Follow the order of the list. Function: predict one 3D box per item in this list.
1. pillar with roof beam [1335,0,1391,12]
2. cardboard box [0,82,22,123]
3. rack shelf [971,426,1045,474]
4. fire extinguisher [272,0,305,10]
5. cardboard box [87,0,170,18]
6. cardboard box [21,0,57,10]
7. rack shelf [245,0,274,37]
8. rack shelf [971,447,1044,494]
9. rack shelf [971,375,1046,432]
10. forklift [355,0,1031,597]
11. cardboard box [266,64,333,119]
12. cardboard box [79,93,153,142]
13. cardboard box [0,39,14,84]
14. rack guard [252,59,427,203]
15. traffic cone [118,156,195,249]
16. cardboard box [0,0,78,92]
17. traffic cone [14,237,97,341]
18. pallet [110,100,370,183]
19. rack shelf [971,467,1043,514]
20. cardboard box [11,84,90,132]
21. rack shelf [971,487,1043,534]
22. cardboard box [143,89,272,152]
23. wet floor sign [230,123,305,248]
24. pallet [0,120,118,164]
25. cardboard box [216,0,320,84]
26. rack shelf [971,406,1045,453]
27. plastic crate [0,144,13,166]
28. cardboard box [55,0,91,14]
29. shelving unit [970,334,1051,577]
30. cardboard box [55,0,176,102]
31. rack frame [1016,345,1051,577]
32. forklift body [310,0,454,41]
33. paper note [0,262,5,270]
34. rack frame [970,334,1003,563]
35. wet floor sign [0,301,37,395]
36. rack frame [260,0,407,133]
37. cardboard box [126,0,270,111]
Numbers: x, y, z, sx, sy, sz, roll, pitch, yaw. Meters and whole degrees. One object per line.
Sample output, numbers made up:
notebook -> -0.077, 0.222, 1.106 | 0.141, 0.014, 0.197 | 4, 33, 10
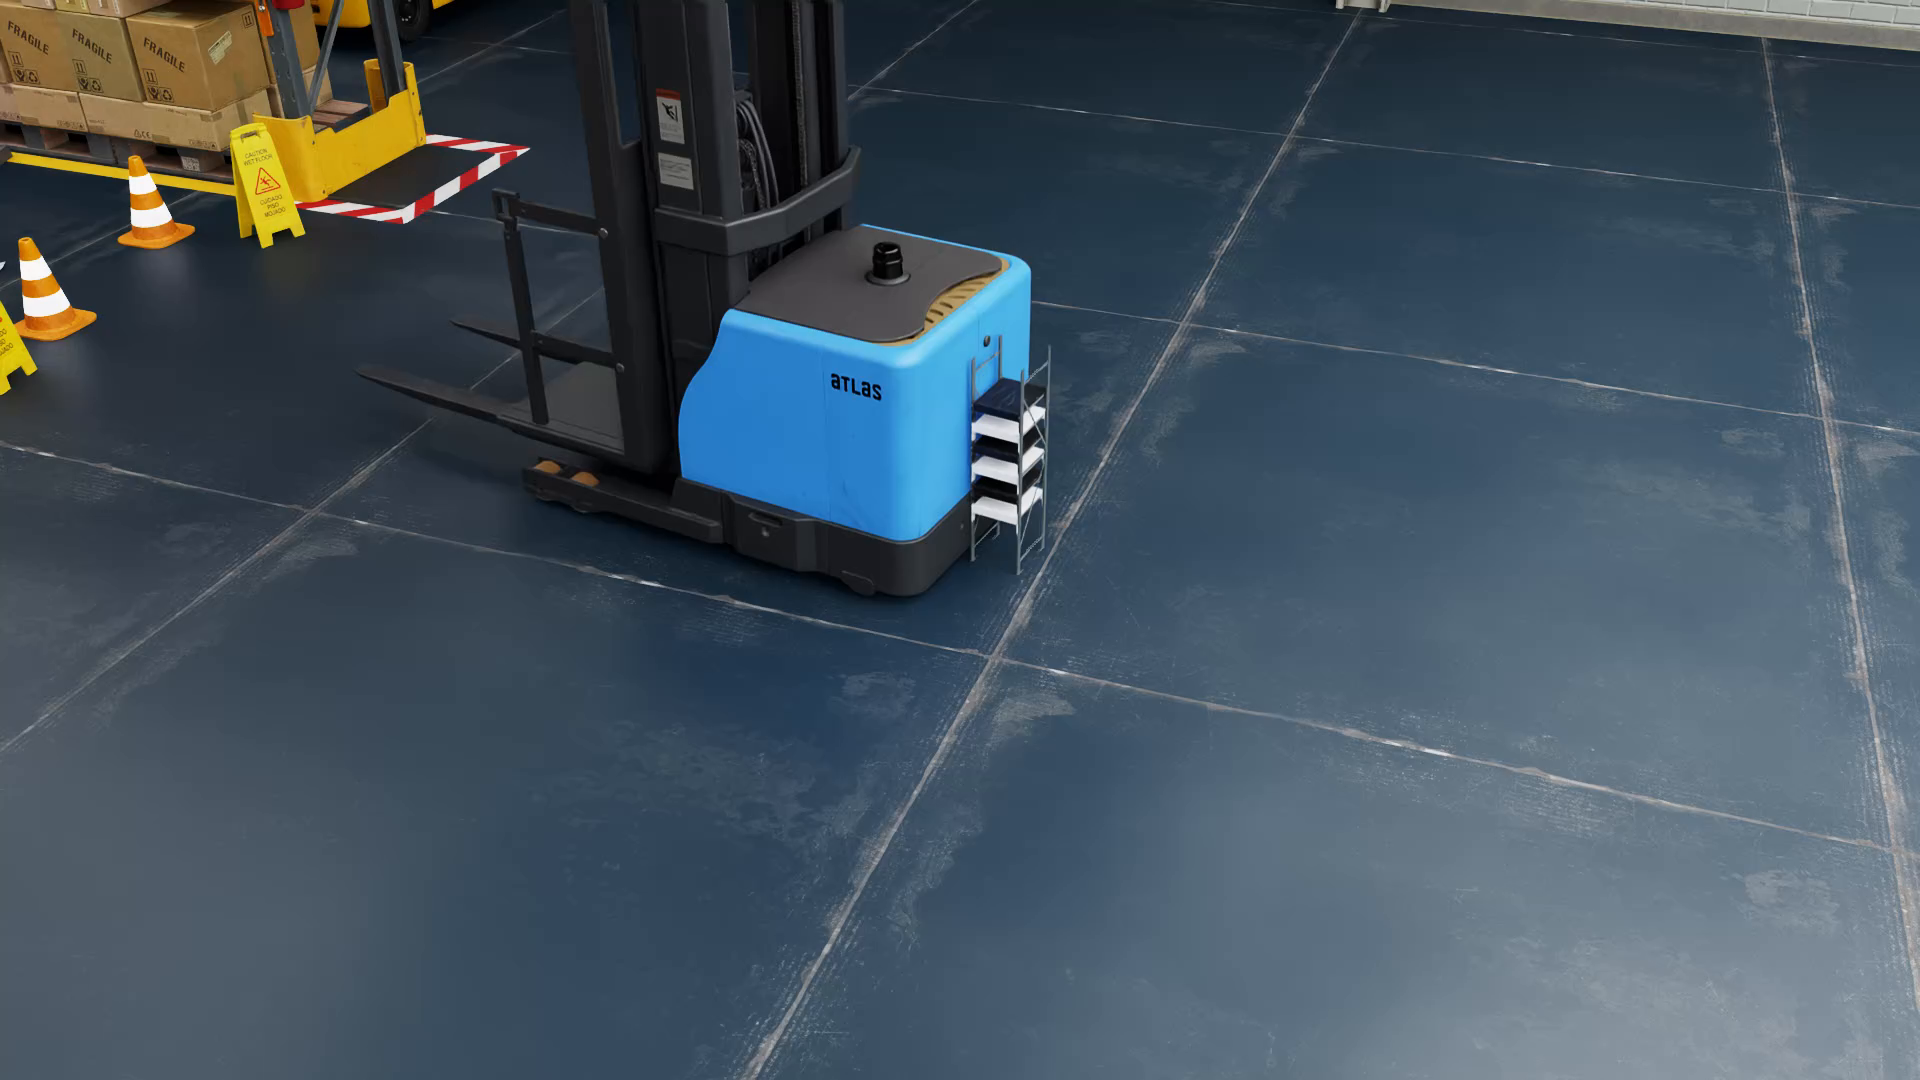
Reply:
pillar with roof beam -> 1.809, -5.908, 7.605 | 0.400, 9.000, 9.100 | 11, 34, 16
cardboard box -> -6.002, -2.881, 10.595 | 0.500, 0.250, 0.500 | 11, 34, 16
rack shelf -> 0.191, -0.366, 6.382 | 0.200, 0.077, 0.258 | 16, 36, 24
fire extinguisher -> -3.755, -3.273, 9.125 | 0.183, 0.674, 0.296 | 11, 34, 16
cardboard box -> -4.917, -3.217, 9.825 | 0.250, 0.149, 0.380 | 12, 35, 18
cardboard box -> -5.400, -3.313, 9.975 | 0.250, 0.149, 0.380 | 12, 35, 19
rack shelf -> -5.590, -3.625, 10.263 | 4.000, 0.370, 1.077 | 11, 34, 16
rack shelf -> 0.191, -0.290, 6.431 | 0.200, 0.077, 0.258 | 16, 36, 24
rack shelf -> 0.191, -0.517, 6.285 | 0.200, 0.077, 0.258 | 16, 36, 24
forklift -> -1.252, -1.578, 6.492 | 3.031, 2.935, 1.130 | 16, 36, 24
cardboard box -> -4.373, -2.871, 10.580 | 0.500, 0.250, 0.500 | 11, 34, 16
cardboard box -> -5.044, -2.692, 10.302 | 0.500, 0.250, 0.500 | 11, 34, 17
cardboard box -> -6.013, -3.196, 10.391 | 0.500, 0.500, 0.500 | 13, 35, 19
rack guard -> -3.779, -2.525, 10.200 | 0.348, 0.500, 1.175 | 11, 34, 16
traffic cone -> -4.547, -1.916, 9.290 | 0.334, 0.463, 0.336 | 11, 34, 16
cardboard box -> -5.514, -3.101, 10.244 | 0.500, 0.500, 0.500 | 10, 34, 15
traffic cone -> -4.601, -1.287, 8.316 | 0.334, 0.463, 0.336 | 11, 34, 16
pallet -> -4.531, -2.571, 10.537 | 1.213, 0.211, 1.003 | 11, 34, 16
rack shelf -> 0.191, -0.215, 6.480 | 0.200, 0.077, 0.258 | 16, 36, 24
cardboard box -> -5.538, -2.785, 10.446 | 0.500, 0.250, 0.500 | 10, 34, 15
rack shelf -> 0.191, -0.139, 6.529 | 0.200, 0.077, 0.258 | 16, 36, 24
cardboard box -> -4.581, -2.598, 10.156 | 0.500, 0.250, 0.500 | 11, 34, 16
wet floor sign -> -3.889, -1.991, 9.239 | 0.232, 0.644, 0.267 | 24, 40, 32
pallet -> -5.676, -2.795, 10.884 | 1.213, 0.211, 1.003 | 11, 34, 16
cardboard box -> -4.396, -3.191, 10.383 | 0.500, 0.500, 0.500 | 10, 34, 15
rack shelf -> 0.191, -0.441, 6.334 | 0.200, 0.077, 0.258 | 16, 36, 24
plastic crate -> -6.271, -2.361, 10.333 | 0.583, 0.080, 0.402 | 0, 33, 0
cardboard box -> -5.153, -3.264, 9.899 | 0.250, 0.149, 0.380 | 12, 35, 17
shelving unit -> 0.191, -0.318, 6.413 | 0.210, 0.900, 0.258 | 16, 36, 24
cardboard box -> -5.042, -3.005, 10.095 | 0.500, 0.500, 0.500 | 12, 35, 18
rack frame -> 0.280, -0.292, 6.372 | 0.006, 0.900, 0.240 | 16, 36, 24
forklift body -> -4.436, -5.155, 12.752 | 1.214, 2.155, 2.313 | 11, 34, 16
paper note -> -5.268, -1.471, 9.000 | 0.142, 0.019, 0.148 | 0, 33, 0
rack frame -> 0.101, -0.344, 6.454 | 0.006, 0.900, 0.240 | 16, 36, 24
wet floor sign -> -4.587, -1.032, 7.753 | 0.232, 0.644, 0.267 | 5, 33, 8
rack frame -> -3.707, -3.561, 9.501 | 0.127, 3.000, 1.000 | 11, 34, 16
cardboard box -> -4.549, -2.911, 9.950 | 0.500, 0.500, 0.500 | 11, 35, 17
